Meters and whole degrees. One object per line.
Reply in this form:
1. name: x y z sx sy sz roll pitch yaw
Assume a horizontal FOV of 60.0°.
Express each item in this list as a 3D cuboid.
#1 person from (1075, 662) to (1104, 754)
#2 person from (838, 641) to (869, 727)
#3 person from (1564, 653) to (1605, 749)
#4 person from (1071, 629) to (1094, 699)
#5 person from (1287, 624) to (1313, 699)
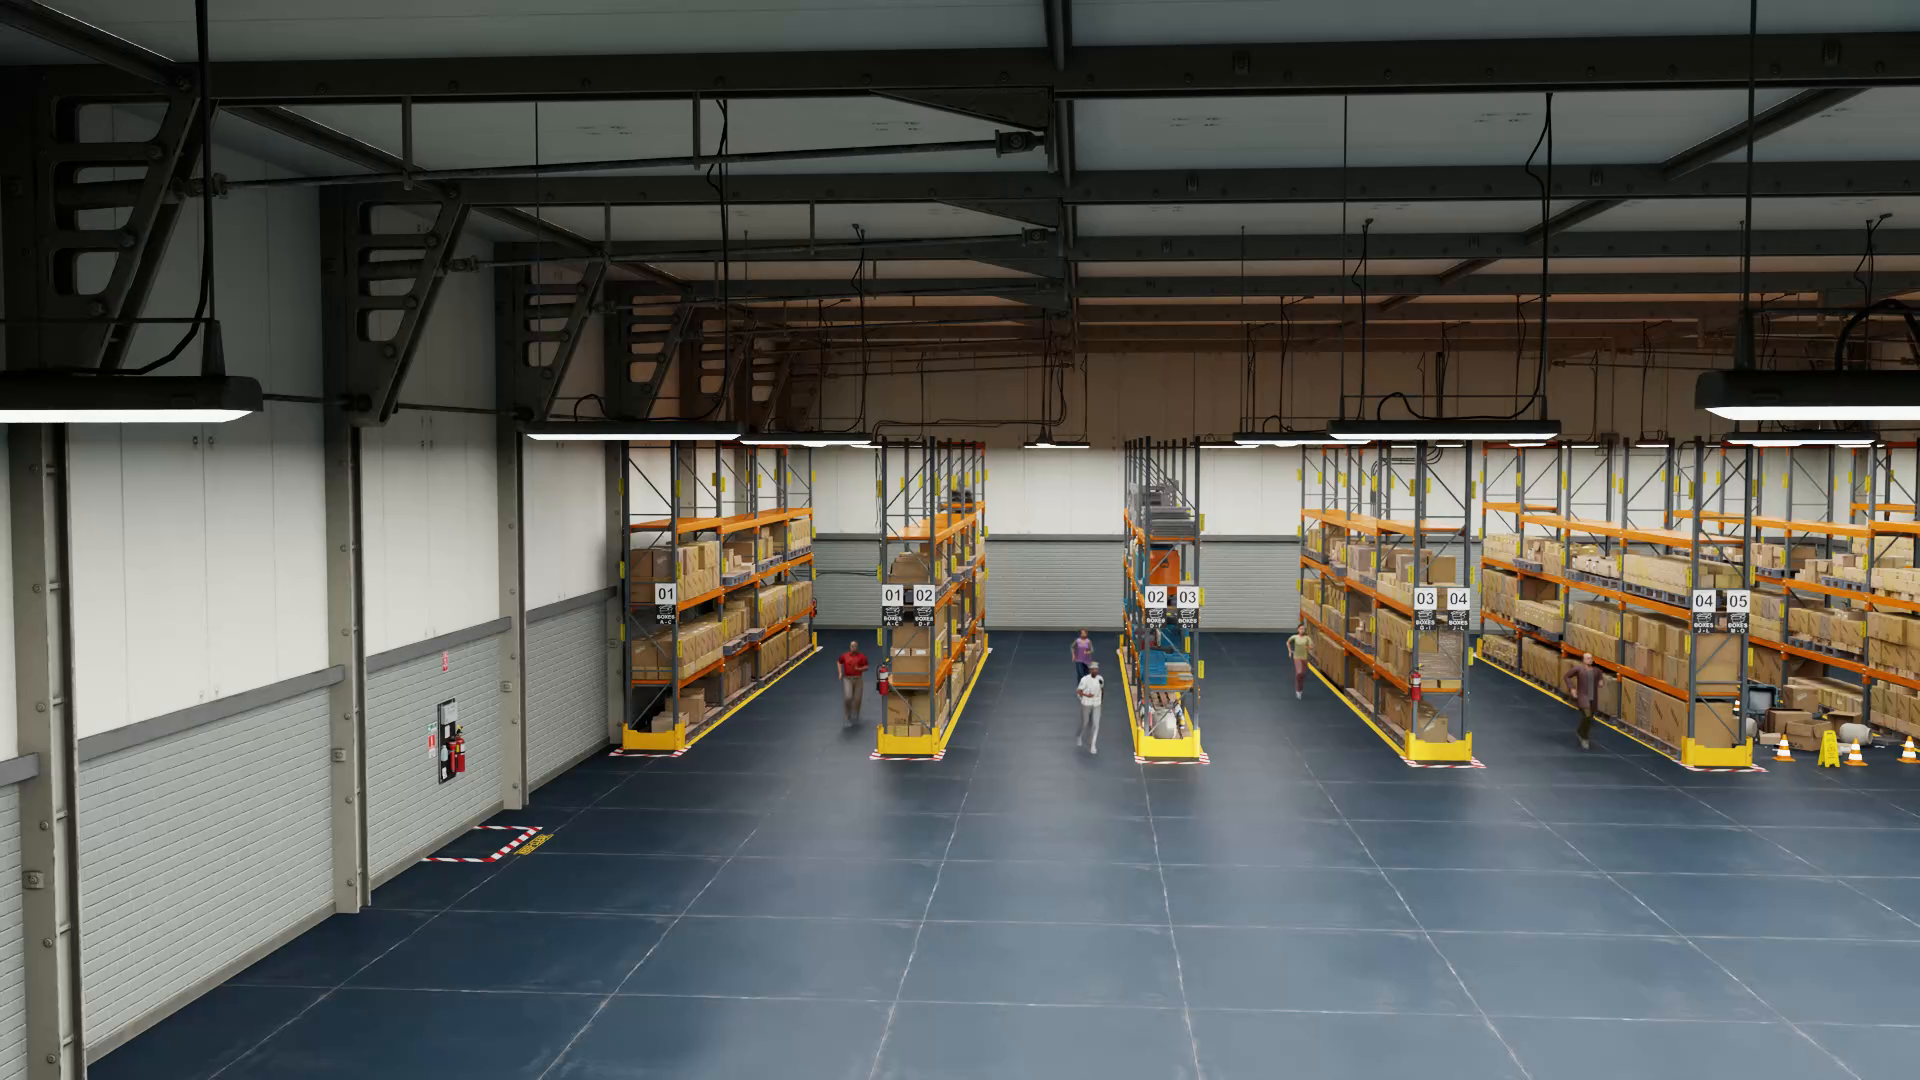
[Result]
1. person: 2.512 3.173 31.855 0.592 1.721 0.869 -1 3 -10
2. person: -2.228 3.009 34.783 0.633 1.800 0.785 0 3 -8
3. person: 12.169 3.111 32.287 0.695 1.846 0.825 -1 3 -10
4. person: 2.842 2.860 38.552 0.503 1.617 0.672 0 3 -4
5. person: 7.943 2.816 38.772 0.544 1.717 0.737 0 3 -5
